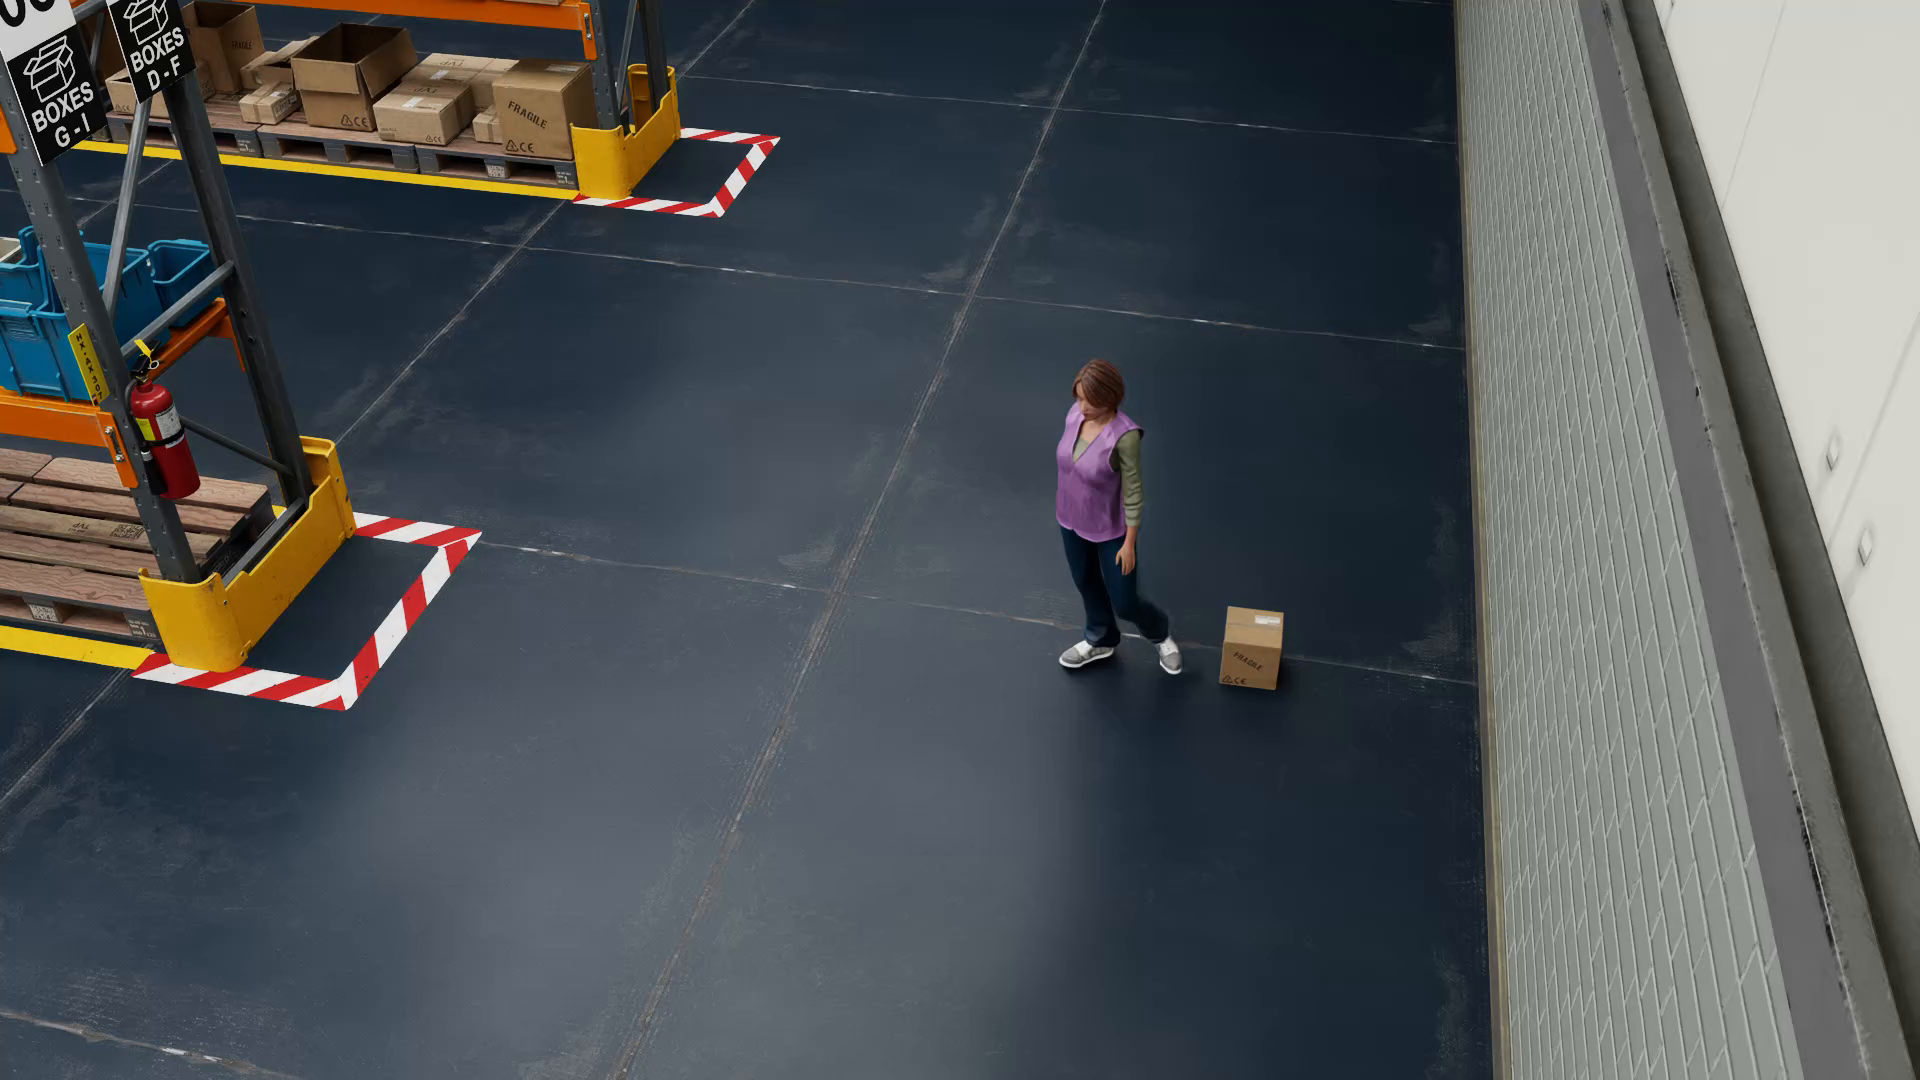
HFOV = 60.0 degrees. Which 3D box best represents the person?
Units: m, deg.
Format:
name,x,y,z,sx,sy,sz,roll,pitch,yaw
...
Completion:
name,x,y,z,sx,sy,sz,roll,pitch,yaw
person,0.687,-0.065,7.044,0.477,1.585,0.592,-30,46,-33
